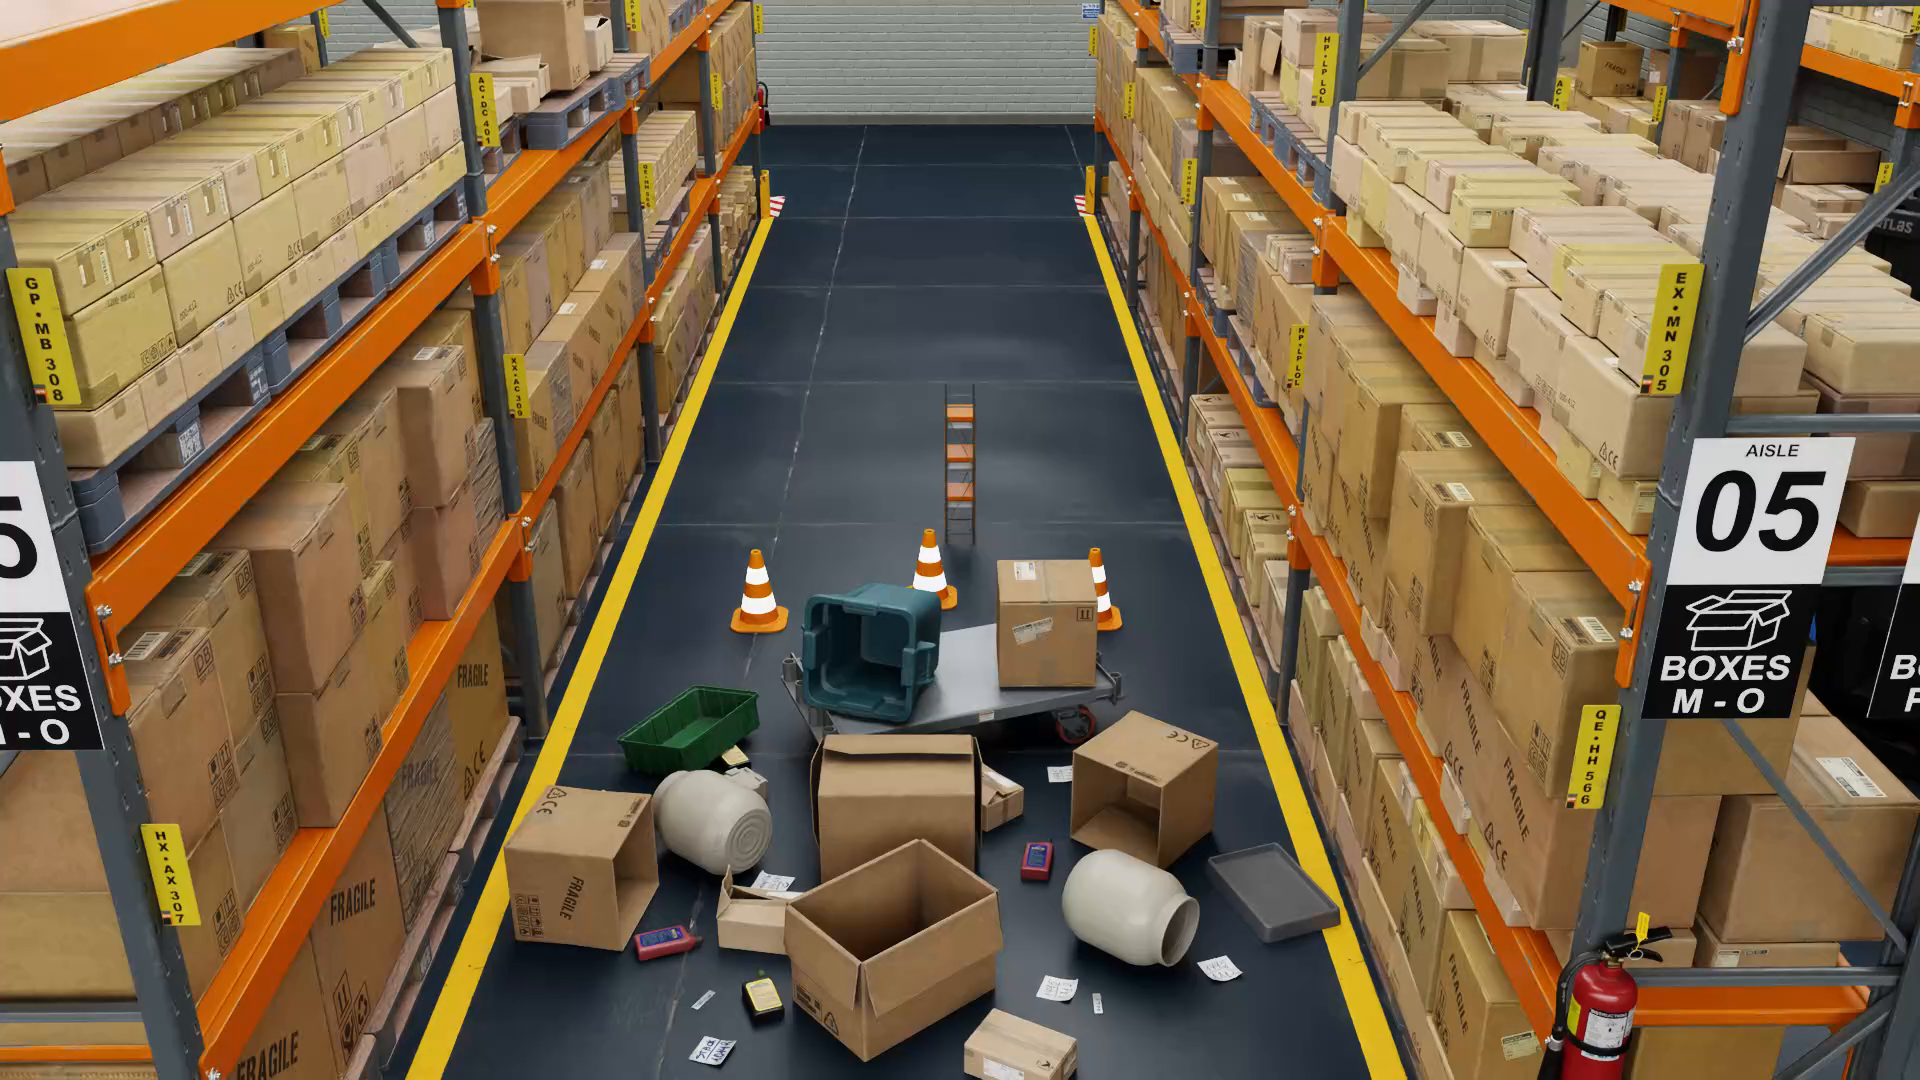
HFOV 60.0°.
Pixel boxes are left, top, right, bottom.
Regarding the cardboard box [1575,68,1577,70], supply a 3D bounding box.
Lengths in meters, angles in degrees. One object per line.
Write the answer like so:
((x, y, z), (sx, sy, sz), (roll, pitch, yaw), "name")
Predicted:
((7.333, -5.227, 18.989), (0.500, 0.250, 0.500), (0, 24, 1), "cardboard box")

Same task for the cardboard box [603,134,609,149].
((-3.252, -3.473, 14.362), (0.380, 0.149, 0.250), (-1, 24, -1), "cardboard box")

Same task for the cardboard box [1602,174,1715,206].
((2.564, -1.228, 6.021), (0.380, 0.149, 0.250), (0, 24, 0), "cardboard box")

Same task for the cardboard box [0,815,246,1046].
((-2.724, 1.111, 4.971), (0.875, 0.550, 0.550), (0, 24, -1), "cardboard box")

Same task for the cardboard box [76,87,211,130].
((-3.041, -1.597, 6.207), (0.380, 0.149, 0.250), (0, 24, 0), "cardboard box")

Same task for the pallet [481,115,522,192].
((-2.778, -1.973, 8.565), (0.805, 0.209, 1.217), (-1, 24, -3), "pallet")

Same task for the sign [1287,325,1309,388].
((1.675, -0.904, 8.203), (0.100, 0.325, 0.005), (0, 24, -1), "sign")

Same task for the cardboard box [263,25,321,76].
((-7.542, -5.490, 18.659), (0.500, 0.500, 0.500), (0, 24, 0), "cardboard box")

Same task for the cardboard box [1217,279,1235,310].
((1.913, -1.627, 11.003), (0.380, 0.149, 0.250), (0, 24, 0), "cardboard box")

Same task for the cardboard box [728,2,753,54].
((-2.596, -5.710, 18.540), (0.500, 0.500, 0.500), (-1, 24, -2), "cardboard box")

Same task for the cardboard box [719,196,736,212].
((-2.594, -3.563, 17.716), (0.380, 0.149, 0.250), (0, 24, 0), "cardboard box")

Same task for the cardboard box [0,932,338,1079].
((-2.748, 1.830, 5.633), (0.875, 0.875, 0.875), (0, 24, 0), "cardboard box")

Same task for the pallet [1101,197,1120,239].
((2.186, -3.725, 19.230), (1.003, 0.211, 1.213), (0, 24, -1), "pallet")

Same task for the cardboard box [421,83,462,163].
((-2.457, -1.785, 7.107), (0.500, 0.250, 0.500), (-1, 24, -1), "cardboard box")

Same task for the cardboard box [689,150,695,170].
((-2.600, -3.420, 14.966), (0.380, 0.149, 0.250), (0, 24, 0), "cardboard box")

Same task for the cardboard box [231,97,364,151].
((-2.383, -1.499, 5.991), (0.380, 0.149, 0.250), (-1, 24, -1), "cardboard box")

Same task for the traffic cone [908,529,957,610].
((-0.187, 0.156, 10.343), (0.336, 0.463, 0.334), (0, 24, -1), "traffic cone")

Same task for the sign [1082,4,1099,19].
((1.965, -7.796, 24.520), (0.327, 0.218, 0.001), (0, 24, -1), "sign")

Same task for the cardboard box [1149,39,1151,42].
((1.927, -4.708, 15.897), (0.380, 0.149, 0.250), (0, 24, 1), "cardboard box")

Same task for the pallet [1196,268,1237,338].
((2.301, -1.648, 11.486), (1.213, 0.211, 1.003), (0, 24, -1), "pallet")

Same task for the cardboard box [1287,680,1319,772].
((1.966, 0.926, 8.390), (0.500, 0.250, 0.500), (-1, 24, -3), "cardboard box")

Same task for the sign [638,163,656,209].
((-2.207, -2.496, 11.723), (0.100, 0.325, 0.005), (0, 24, -1), "sign")

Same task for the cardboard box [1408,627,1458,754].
((1.989, 0.452, 6.128), (0.500, 0.500, 0.500), (0, 24, -1), "cardboard box")

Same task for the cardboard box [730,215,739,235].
((-2.540, -3.324, 17.549), (0.380, 0.149, 0.250), (0, 24, -1), "cardboard box")

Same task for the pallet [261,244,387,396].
((-2.710, -0.804, 5.855), (1.003, 0.211, 1.213), (0, 24, -1), "pallet")

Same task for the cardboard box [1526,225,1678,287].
((2.042, -0.902, 5.303), (0.380, 0.149, 0.250), (0, 24, -1), "cardboard box")

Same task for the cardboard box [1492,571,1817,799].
((2.050, 0.422, 4.981), (0.700, 0.500, 0.500), (-1, 24, -2), "cardboard box")

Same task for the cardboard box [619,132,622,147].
((-3.262, -3.661, 15.138), (0.380, 0.149, 0.250), (0, 24, 0), "cardboard box")

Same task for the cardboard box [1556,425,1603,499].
((1.955, -0.232, 4.788), (0.380, 0.149, 0.250), (0, 24, 0), "cardboard box")

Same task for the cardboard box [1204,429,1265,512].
((2.199, -0.485, 11.362), (0.950, 0.372, 0.625), (-1, 24, -2), "cardboard box")

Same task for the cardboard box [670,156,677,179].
((-2.586, -3.119, 13.940), (0.380, 0.149, 0.250), (0, 24, 0), "cardboard box")

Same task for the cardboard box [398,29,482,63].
((-2.963, -2.810, 9.660), (0.500, 0.311, 0.500), (-1, 24, -1), "cardboard box")

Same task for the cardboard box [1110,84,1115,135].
((1.860, -4.547, 17.542), (0.500, 0.500, 0.500), (1, 24, 1), "cardboard box")

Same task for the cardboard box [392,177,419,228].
((-2.385, -1.341, 6.609), (0.380, 0.149, 0.250), (0, 24, 0), "cardboard box")

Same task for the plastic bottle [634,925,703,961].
((-1.276, 1.758, 7.288), (0.283, 0.061, 0.133), (-9, 26, -19), "plastic bottle")

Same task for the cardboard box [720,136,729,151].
((-2.549, -4.048, 16.866), (0.380, 0.149, 0.250), (0, 24, 0), "cardboard box")

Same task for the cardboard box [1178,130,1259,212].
((1.919, -2.741, 12.336), (0.500, 0.500, 0.500), (-1, 24, -2), "cardboard box")

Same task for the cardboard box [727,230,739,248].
((-2.543, -3.191, 17.615), (0.380, 0.149, 0.250), (-1, 24, -2), "cardboard box")

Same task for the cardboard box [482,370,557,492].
((-2.455, -0.580, 8.770), (0.500, 0.500, 0.500), (0, 24, 0), "cardboard box")

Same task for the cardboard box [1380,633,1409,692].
((1.948, 0.497, 6.817), (0.380, 0.149, 0.250), (0, 24, -1), "cardboard box")

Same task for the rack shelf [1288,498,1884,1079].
((2.252, 0.772, 6.776), (1.077, 0.370, 4.000), (0, 24, -1), "rack shelf")

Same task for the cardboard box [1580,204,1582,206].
((2.502, -1.215, 6.477), (0.500, 0.250, 0.500), (-1, 24, -1), "cardboard box")

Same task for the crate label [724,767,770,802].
((-1.109, 1.257, 8.306), (0.298, 0.136, 0.250), (-19, 31, -36), "crate label")

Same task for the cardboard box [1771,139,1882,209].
((6.947, -2.962, 13.525), (0.797, 0.503, 0.637), (-1, 24, -2), "cardboard box")

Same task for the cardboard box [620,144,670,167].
((-2.589, -3.148, 13.644), (0.380, 0.149, 0.250), (-1, 24, -1), "cardboard box")

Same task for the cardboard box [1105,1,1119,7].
((1.826, -5.974, 18.697), (0.380, 0.149, 0.250), (0, 24, 1), "cardboard box")

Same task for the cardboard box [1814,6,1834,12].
((6.917, -4.207, 12.971), (0.380, 0.149, 0.250), (0, 24, 1), "cardboard box")

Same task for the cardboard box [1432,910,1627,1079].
((2.004, 1.659, 5.859), (0.500, 0.500, 0.500), (0, 24, 0), "cardboard box")

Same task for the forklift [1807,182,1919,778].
((5.192, -0.295, 8.344), (1.130, 2.935, 3.031), (-18, 30, -34), "forklift")

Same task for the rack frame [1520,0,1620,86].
((7.062, -5.349, 19.436), (1.000, 3.000, 0.127), (0, 24, -1), "rack frame")

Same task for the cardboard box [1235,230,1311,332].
((1.983, -1.575, 10.100), (0.500, 0.500, 0.500), (-1, 24, -3), "cardboard box")

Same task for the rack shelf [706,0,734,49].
((-2.828, -5.476, 16.950), (1.077, 0.370, 4.000), (0, 24, -1), "rack shelf")

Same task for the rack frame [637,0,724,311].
((-2.806, -3.613, 15.598), (1.000, 3.000, 0.127), (0, 24, -1), "rack frame")

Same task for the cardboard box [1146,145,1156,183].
((1.878, -3.231, 14.328), (0.500, 0.250, 0.500), (0, 24, 0), "cardboard box")

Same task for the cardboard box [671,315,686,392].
((-2.524, -1.517, 13.487), (0.500, 0.500, 0.500), (0, 24, 0), "cardboard box")

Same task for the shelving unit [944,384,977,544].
((-0.001, -0.500, 11.082), (0.215, 1.050, 0.252), (0, 24, -1), "shelving unit")
